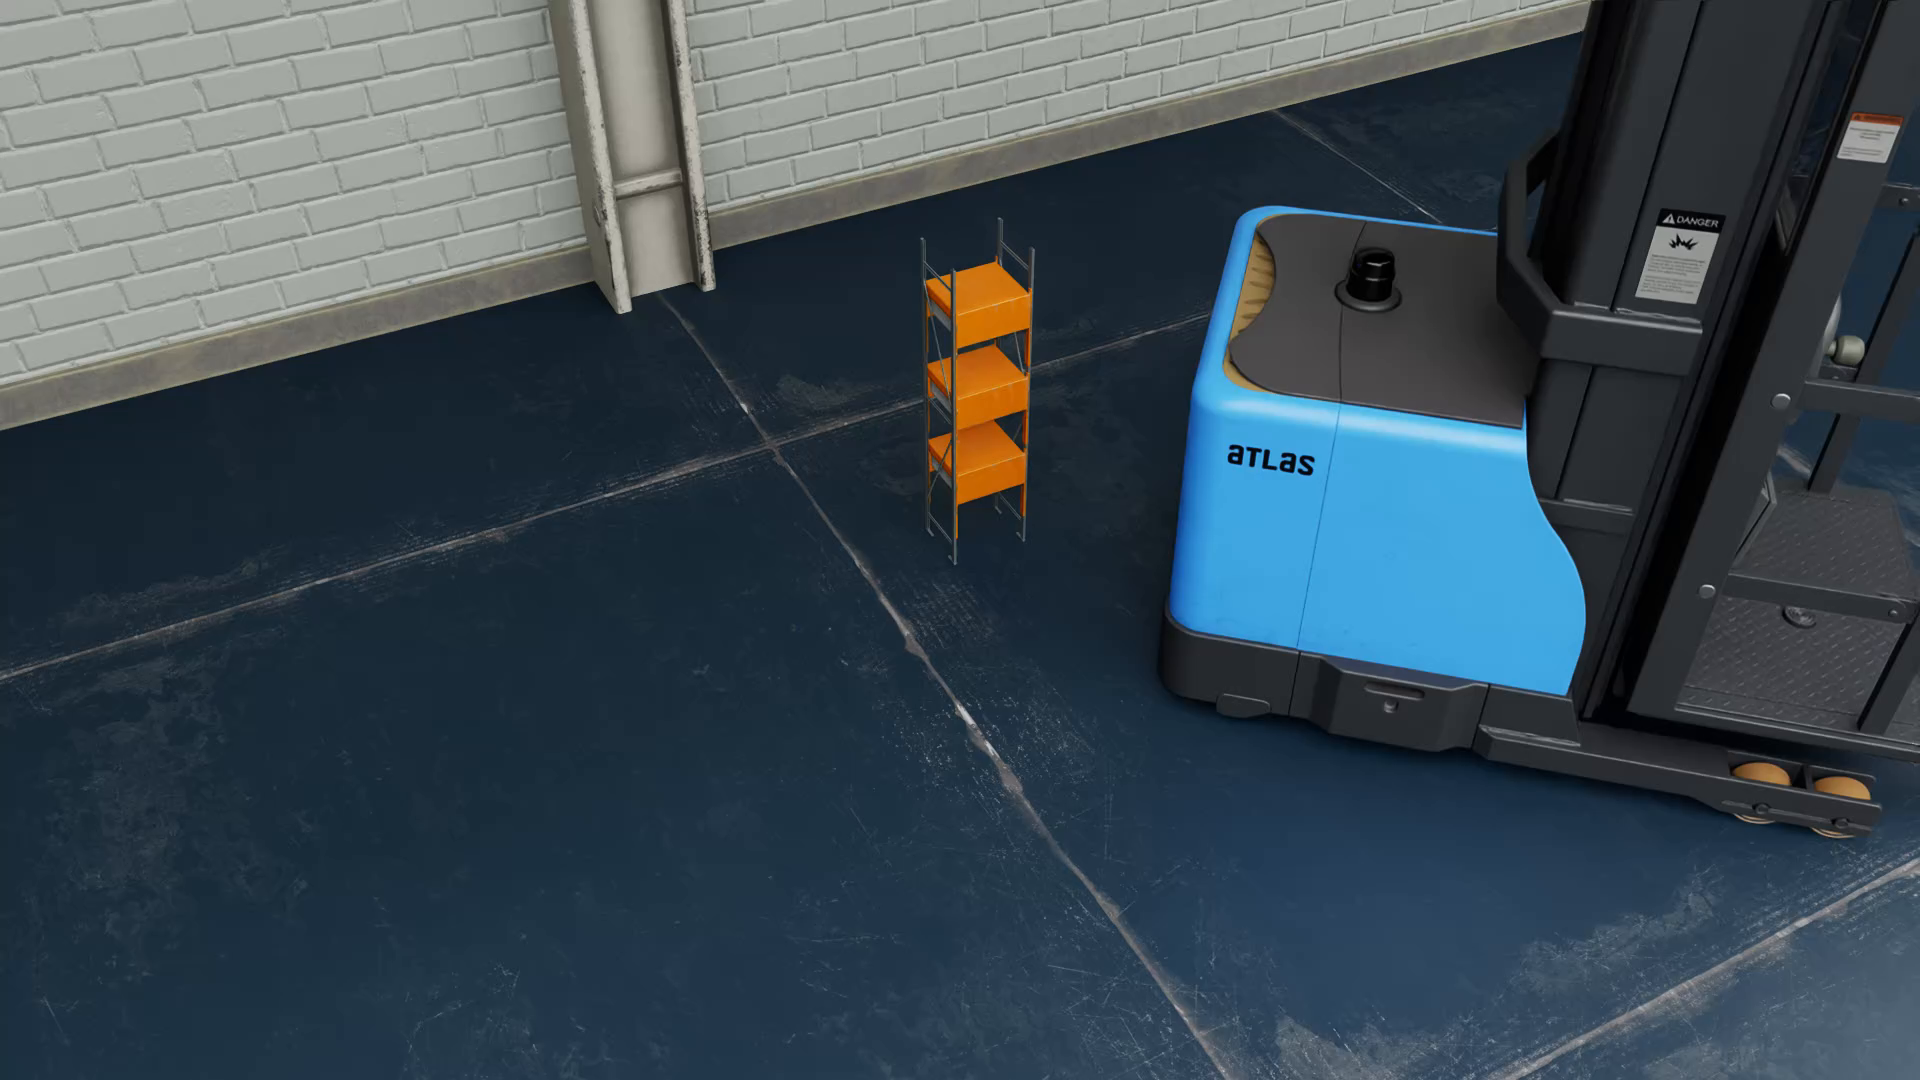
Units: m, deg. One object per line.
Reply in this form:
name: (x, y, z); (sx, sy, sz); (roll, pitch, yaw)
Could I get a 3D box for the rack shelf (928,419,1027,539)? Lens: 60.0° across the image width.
rack shelf: (0.047, -0.196, 5.116); (0.240, 0.259, 0.215); (-19, 44, -21)

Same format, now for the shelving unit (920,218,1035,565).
shelving unit: (0.047, -0.417, 4.930); (0.252, 1.050, 0.215); (-19, 44, -21)

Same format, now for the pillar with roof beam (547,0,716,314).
pillar with roof beam: (0.807, -1.965, 0.606); (0.400, 9.000, 9.100); (-19, 44, -21)

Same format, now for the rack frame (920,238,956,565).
rack frame: (-0.061, -0.380, 4.887); (0.008, 1.050, 0.200); (-19, 44, -21)

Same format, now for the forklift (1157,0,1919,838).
forklift: (2.131, -0.724, 3.837); (3.031, 2.935, 1.130); (9, 41, 11)

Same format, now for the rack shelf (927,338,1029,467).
rack shelf: (0.047, -0.409, 4.936); (0.240, 0.259, 0.215); (-19, 44, -21)

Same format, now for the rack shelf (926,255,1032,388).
rack shelf: (0.047, -0.625, 4.753); (0.240, 0.259, 0.215); (-19, 44, -21)

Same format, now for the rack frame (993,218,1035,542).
rack frame: (0.156, -0.453, 4.973); (0.008, 1.050, 0.200); (-19, 44, -21)
